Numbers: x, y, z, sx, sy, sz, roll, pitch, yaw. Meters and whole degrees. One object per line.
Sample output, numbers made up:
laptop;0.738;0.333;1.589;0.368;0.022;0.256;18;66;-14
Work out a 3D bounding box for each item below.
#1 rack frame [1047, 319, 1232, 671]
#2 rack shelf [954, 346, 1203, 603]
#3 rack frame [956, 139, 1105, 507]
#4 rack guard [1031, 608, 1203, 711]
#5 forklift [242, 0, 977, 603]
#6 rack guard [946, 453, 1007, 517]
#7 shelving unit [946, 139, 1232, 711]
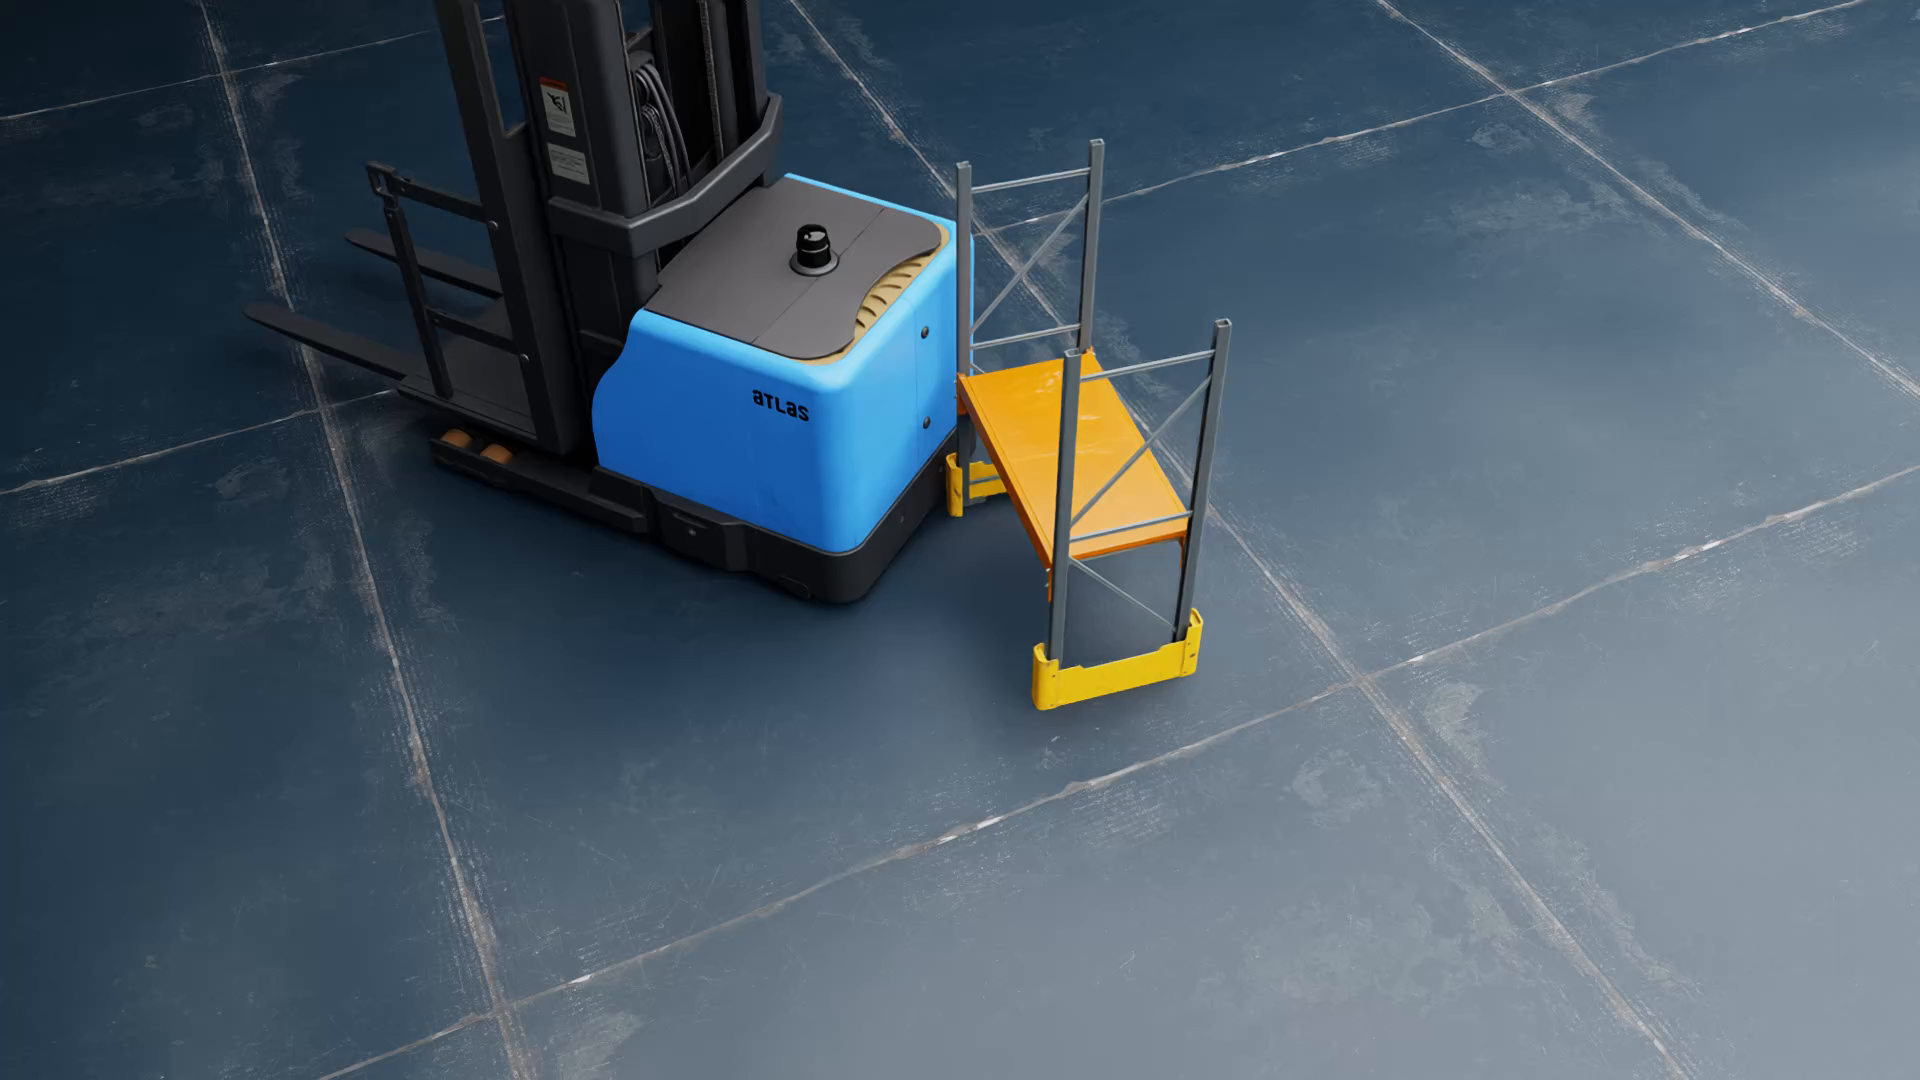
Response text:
rack frame;0.533;-0.038;5.220;0.500;1.500;0.032;-12;46;-12
rack shelf;0.381;-0.250;5.692;0.538;0.185;1.000;-12;46;-12
rack frame;0.230;-0.719;5.911;0.500;1.500;0.032;-12;46;-12
rack guard;0.533;0.407;5.660;0.587;0.250;0.087;-12;46;-12
forklift;-1.485;-1.557;5.742;3.031;2.935;1.130;20;48;19
rack guard;0.235;-0.261;6.337;0.587;0.250;0.087;-12;46;-12
shelving unit;0.384;-0.372;5.559;0.587;1.500;1.083;-12;46;-12
